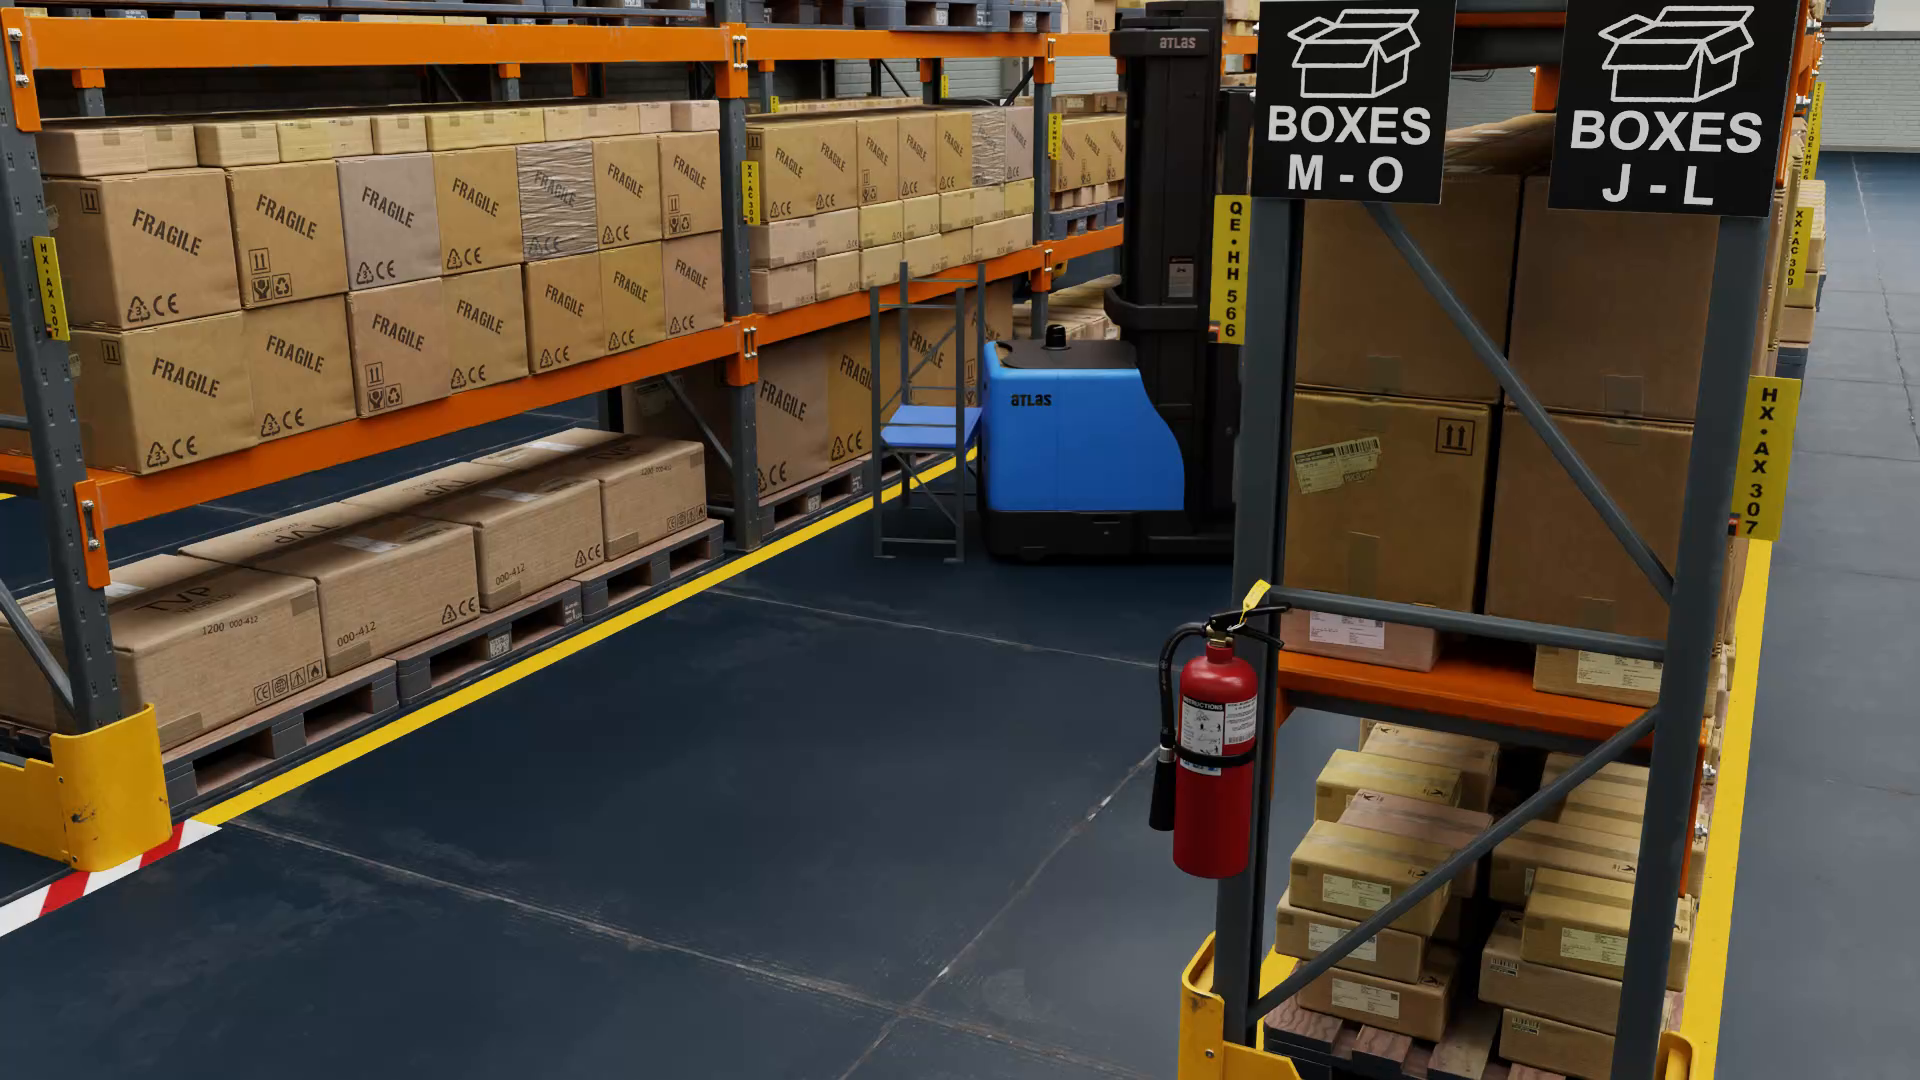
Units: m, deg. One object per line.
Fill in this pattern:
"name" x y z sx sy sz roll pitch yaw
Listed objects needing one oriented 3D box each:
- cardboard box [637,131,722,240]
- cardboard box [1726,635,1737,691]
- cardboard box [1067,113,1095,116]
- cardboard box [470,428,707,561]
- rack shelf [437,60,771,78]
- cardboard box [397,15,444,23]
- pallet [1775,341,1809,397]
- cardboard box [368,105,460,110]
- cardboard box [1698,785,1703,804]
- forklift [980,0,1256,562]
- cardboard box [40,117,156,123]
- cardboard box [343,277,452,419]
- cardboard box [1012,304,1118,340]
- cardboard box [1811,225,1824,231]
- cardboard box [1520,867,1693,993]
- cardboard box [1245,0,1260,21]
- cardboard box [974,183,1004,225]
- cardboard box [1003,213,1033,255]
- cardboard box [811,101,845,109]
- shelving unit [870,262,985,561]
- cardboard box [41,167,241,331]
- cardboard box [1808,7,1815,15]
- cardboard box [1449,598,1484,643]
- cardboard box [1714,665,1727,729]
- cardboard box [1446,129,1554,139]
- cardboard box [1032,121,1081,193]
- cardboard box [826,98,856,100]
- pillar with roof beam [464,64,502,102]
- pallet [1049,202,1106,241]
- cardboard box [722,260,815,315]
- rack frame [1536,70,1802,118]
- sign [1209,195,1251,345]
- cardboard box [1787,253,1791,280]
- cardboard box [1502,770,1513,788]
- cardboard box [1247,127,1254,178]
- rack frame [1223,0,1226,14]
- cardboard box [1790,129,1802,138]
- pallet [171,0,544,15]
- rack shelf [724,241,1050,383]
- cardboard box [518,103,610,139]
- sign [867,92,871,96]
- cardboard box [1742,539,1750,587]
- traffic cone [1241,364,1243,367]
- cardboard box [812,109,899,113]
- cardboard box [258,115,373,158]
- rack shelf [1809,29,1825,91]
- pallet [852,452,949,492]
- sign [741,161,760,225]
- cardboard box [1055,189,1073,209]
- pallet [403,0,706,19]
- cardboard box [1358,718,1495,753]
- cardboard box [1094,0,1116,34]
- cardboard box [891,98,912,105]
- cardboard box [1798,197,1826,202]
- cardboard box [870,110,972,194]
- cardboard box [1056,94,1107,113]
"cardboard box" -1.558 -1.808 8.411 0.500 0.500 0.500 8 18 25
"cardboard box" 2.809 0.452 6.480 0.380 0.149 0.250 7 18 23
"cardboard box" 0.838 -3.399 14.263 0.500 0.500 0.500 7 18 23
"cardboard box" -1.971 -0.263 8.903 0.875 0.438 0.875 8 18 25
"rack shelf" -3.355 -4.688 16.035 1.077 0.370 4.000 8 18 25
"cardboard box" -4.485 -4.162 13.263 0.500 0.250 0.500 8 18 26
"pallet" 3.351 -0.916 7.678 1.003 0.211 1.213 8 18 25
"cardboard box" -2.493 -1.895 7.566 0.380 0.149 0.250 8 18 25
"cardboard box" 2.292 0.864 5.618 0.380 0.149 0.250 8 18 25
"forklift" 1.646 -1.419 9.155 3.031 2.935 1.130 0 17 -2
"cardboard box" -3.268 -1.516 6.291 0.380 0.149 0.250 8 18 25
"cardboard box" -2.466 -0.810 6.809 0.500 0.500 0.500 8 18 25
"cardboard box" 0.777 -1.728 13.952 0.950 0.372 0.625 8 18 24
"cardboard box" 3.586 -1.312 7.331 0.380 0.149 0.250 9 19 27
"cardboard box" 1.630 0.977 4.192 0.380 0.149 0.250 7 18 23
"cardboard box" 2.644 -5.192 16.210 0.500 0.250 0.500 8 18 25
"cardboard box" -0.022 -2.336 11.506 0.500 0.250 0.500 8 18 24
"cardboard box" 0.199 -2.221 11.998 0.500 0.250 0.500 7 18 23
"cardboard box" -1.549 -4.987 19.211 0.380 0.149 0.250 8 18 25
"shelving unit" -0.164 -0.758 9.442 0.538 1.500 1.048 2 17 7
"cardboard box" -2.912 -1.030 5.794 0.500 0.500 0.500 8 18 24
"cardboard box" 2.219 -1.657 4.832 0.500 0.250 0.500 8 18 25
"cardboard box" 1.130 0.130 4.261 0.380 0.149 0.250 8 18 25
"cardboard box" 2.436 0.513 5.752 0.380 0.149 0.250 7 18 23
"cardboard box" 1.758 -1.029 5.266 0.500 0.500 0.500 7 18 23
"cardboard box" 0.601 -2.932 12.692 0.500 0.500 0.500 8 18 24
"cardboard box" -1.487 -5.303 20.274 0.380 0.149 0.250 9 19 27
"pillar with roof beam" -0.622 -5.860 13.450 9.100 9.000 0.400 8 18 25
"pallet" 0.416 -2.558 13.205 1.213 0.211 1.003 8 18 25
"cardboard box" -1.161 -1.443 9.377 0.500 0.250 0.500 8 18 24
"rack frame" 2.879 -0.832 7.057 1.000 3.000 0.127 8 18 25
"sign" 0.604 -0.595 3.672 0.100 0.325 0.005 8 18 25
"cardboard box" 2.916 -0.863 6.465 0.500 0.500 0.500 8 18 25
"cardboard box" 1.657 0.852 5.656 0.380 0.149 0.250 8 19 26
"cardboard box" 2.630 -3.872 16.593 0.500 0.500 0.500 8 18 25
"rack frame" 1.981 -6.350 15.097 1.000 3.000 0.127 8 18 25
"cardboard box" 2.444 -1.087 5.461 0.500 0.500 0.500 9 19 27
"pallet" -2.515 -2.315 6.937 1.003 0.211 1.213 8 18 25
"rack shelf" -0.700 -1.601 10.909 1.077 0.370 4.000 8 18 25
"cardboard box" -1.879 -1.973 7.827 0.380 0.149 0.250 8 18 25
"sign" -1.168 -5.648 21.613 0.100 0.325 0.005 8 18 25
"cardboard box" 3.447 0.010 7.873 0.500 0.500 0.500 9 19 28
"traffic cone" 2.679 -1.764 14.650 0.336 0.463 0.334 8 18 25
"cardboard box" -0.704 -2.630 11.180 0.500 0.500 0.500 9 19 27
"cardboard box" -2.531 -1.581 6.508 0.380 0.149 0.250 8 18 26
"rack shelf" 3.773 -2.434 8.448 1.077 0.370 4.000 8 18 25
"pallet" -0.773 -0.617 11.232 1.003 0.211 1.213 8 18 25
"sign" -1.097 -1.819 8.720 0.100 0.325 0.005 8 18 25
"cardboard box" 0.661 -2.663 12.924 0.380 0.149 0.250 7 18 22
"pallet" -1.969 -2.624 7.979 1.003 0.211 1.213 8 18 25
"cardboard box" 1.510 0.628 5.367 0.380 0.149 0.250 9 19 27
"cardboard box" 0.849 -4.334 13.400 0.797 0.503 0.637 8 18 25
"cardboard box" -0.821 -5.370 20.498 0.380 0.149 0.250 9 19 27
"cardboard box" 4.278 -1.705 8.654 0.380 0.149 0.250 9 19 28
"cardboard box" -0.254 -2.560 10.943 0.500 0.500 0.500 8 18 25
"cardboard box" 1.061 -3.812 14.515 0.380 0.149 0.250 9 19 28
